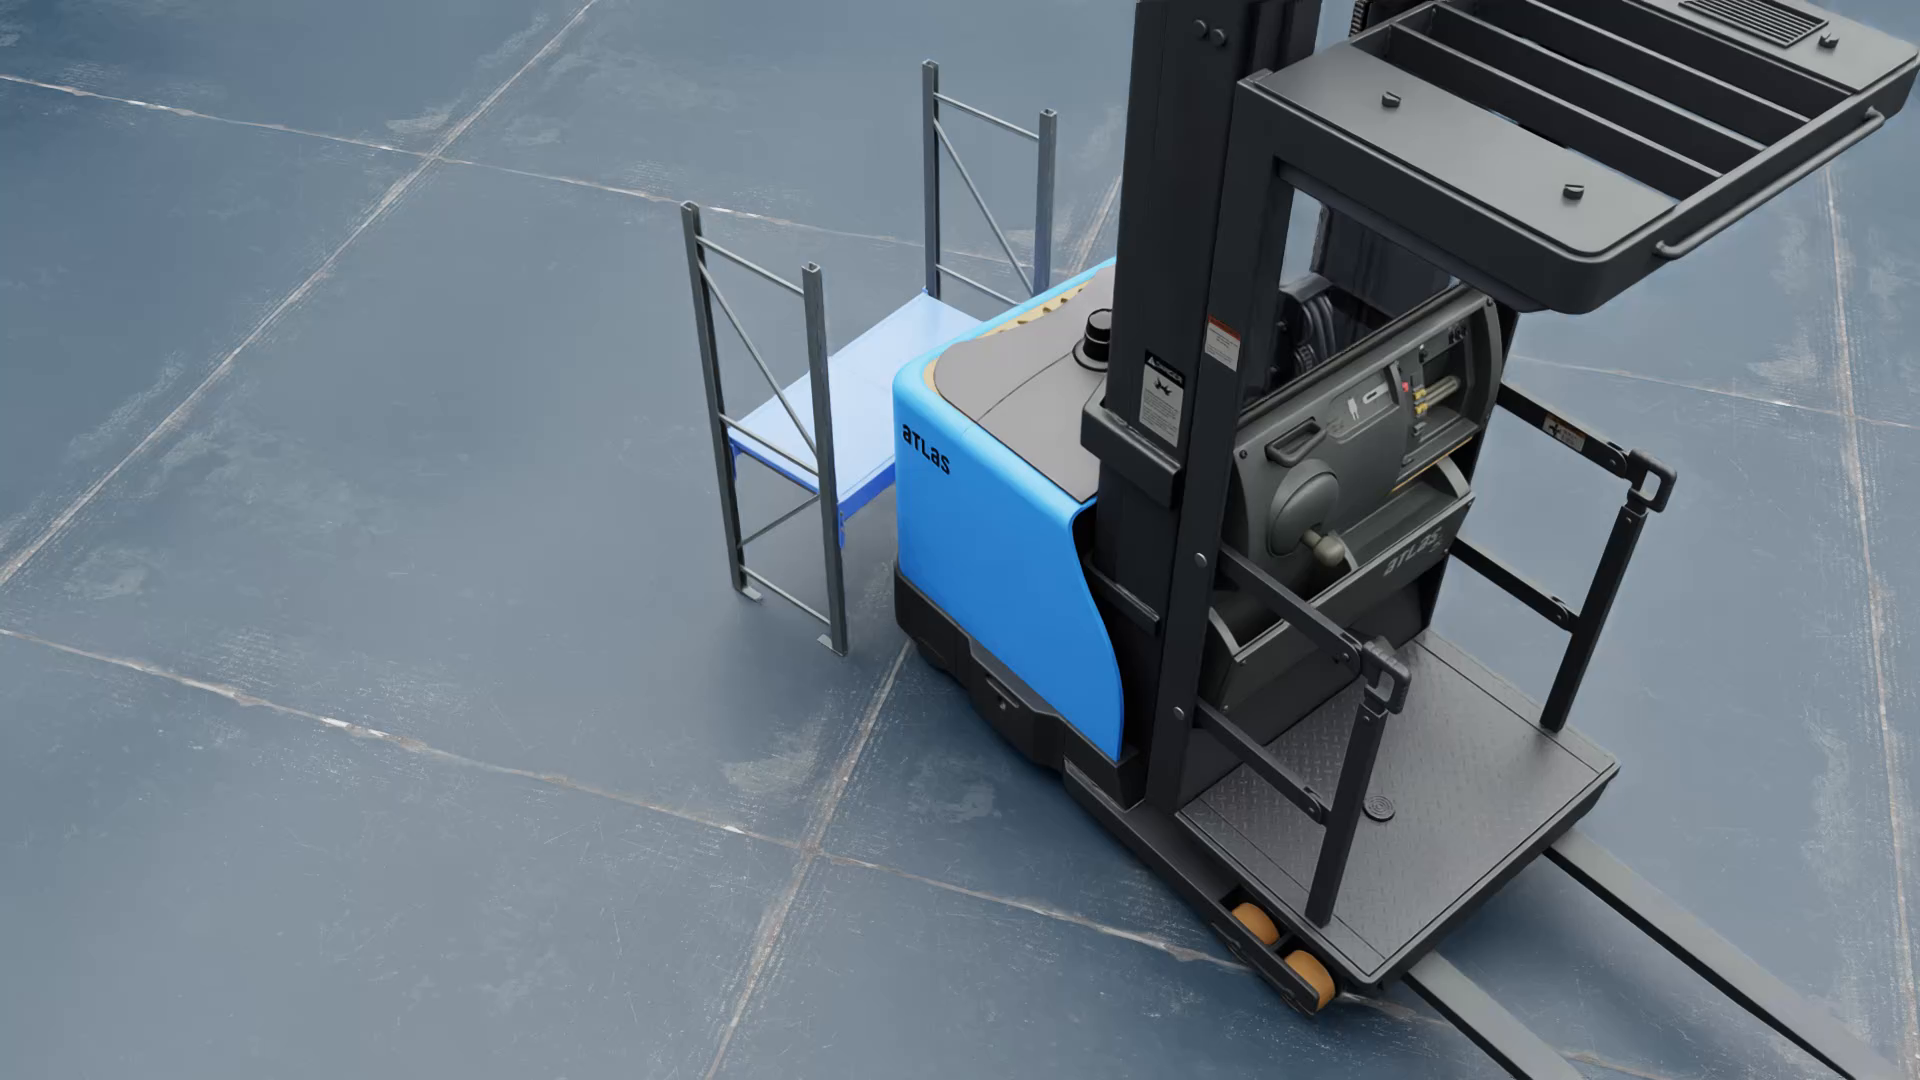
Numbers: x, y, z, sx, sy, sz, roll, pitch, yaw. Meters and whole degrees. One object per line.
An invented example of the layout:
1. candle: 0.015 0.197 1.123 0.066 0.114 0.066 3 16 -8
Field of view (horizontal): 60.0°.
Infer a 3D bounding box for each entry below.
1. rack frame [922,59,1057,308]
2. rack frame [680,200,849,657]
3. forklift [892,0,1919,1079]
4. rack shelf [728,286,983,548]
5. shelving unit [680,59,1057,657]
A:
1. rack frame: 0.085 -0.825 5.520 0.500 1.500 0.032 30 52 27
2. rack frame: -0.563 -0.277 4.960 0.500 1.500 0.032 30 52 27
3. forklift: 1.120 -0.187 3.845 1.130 2.935 3.031 -30 52 -27
4. rack shelf: -0.239 -0.422 5.366 0.538 0.185 1.000 30 52 27
5. shelving unit: -0.239 -0.551 5.240 0.538 1.500 1.048 30 52 27
